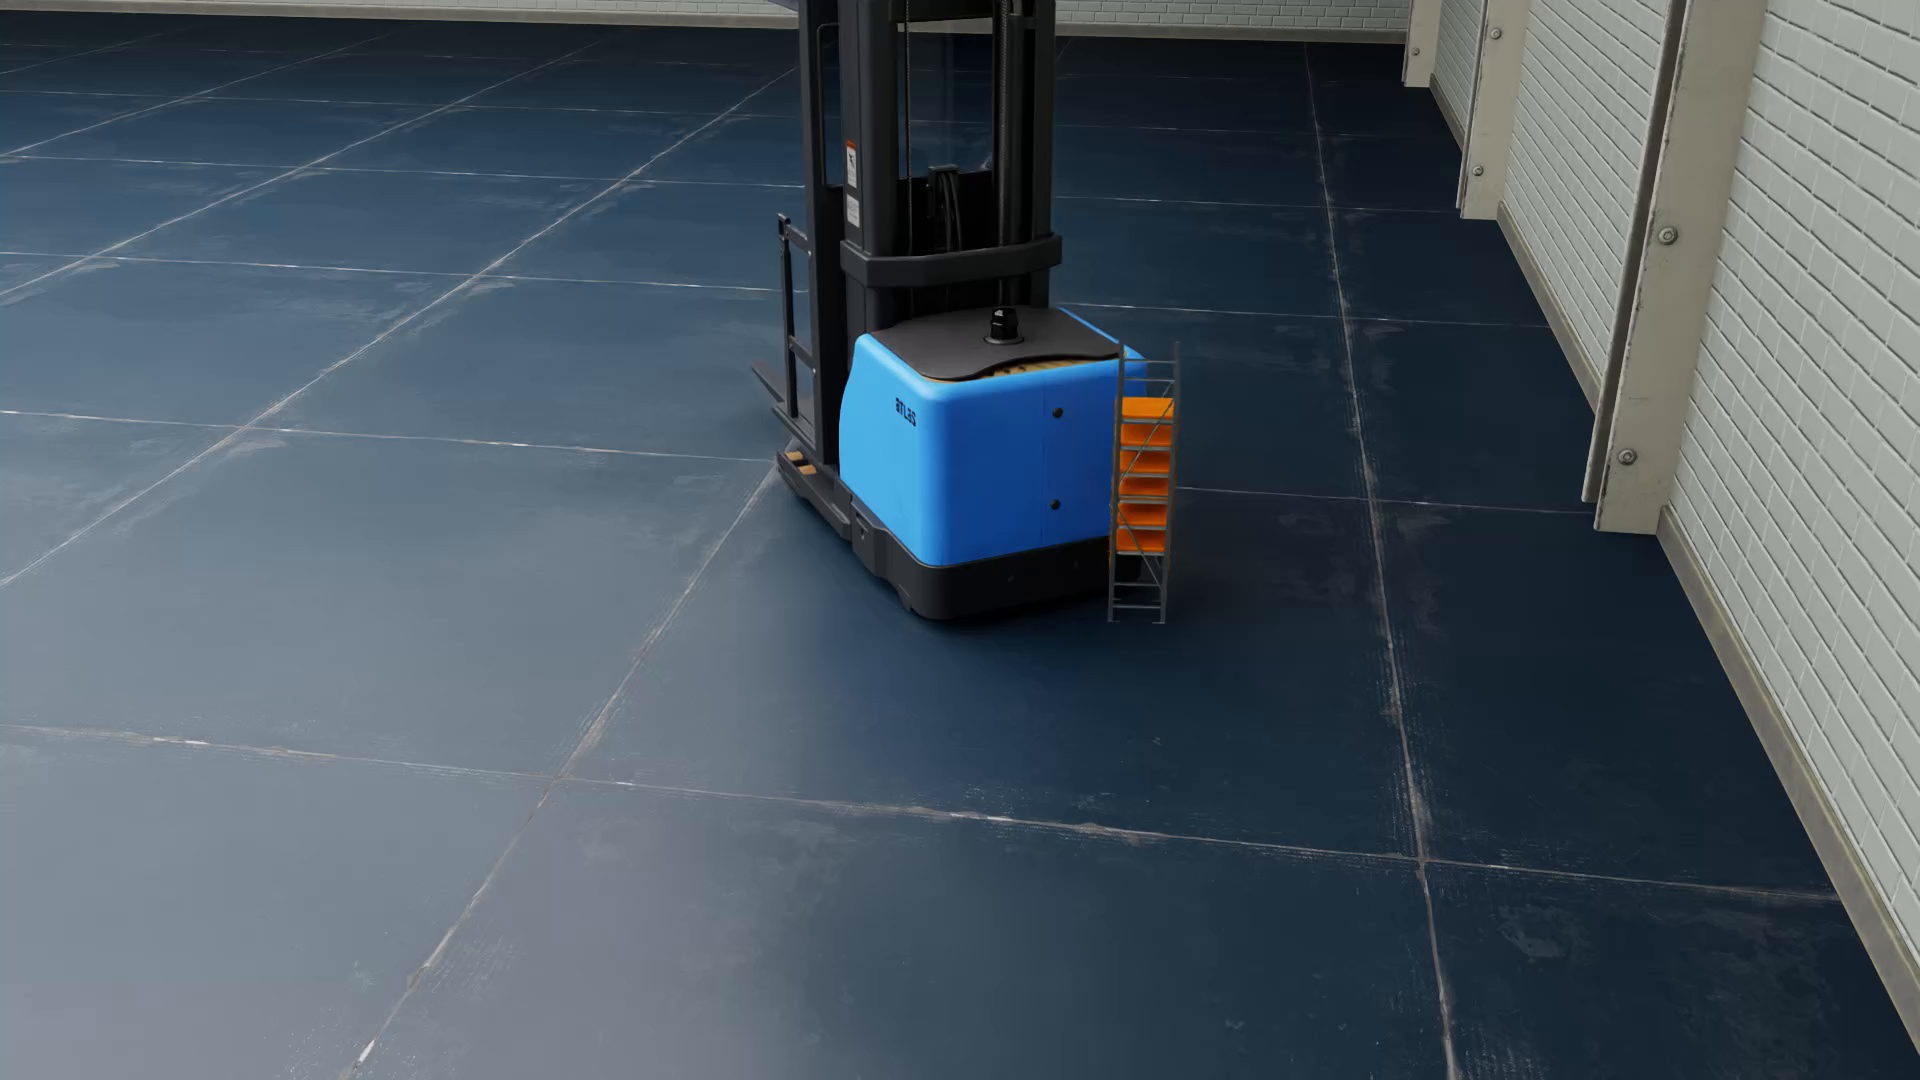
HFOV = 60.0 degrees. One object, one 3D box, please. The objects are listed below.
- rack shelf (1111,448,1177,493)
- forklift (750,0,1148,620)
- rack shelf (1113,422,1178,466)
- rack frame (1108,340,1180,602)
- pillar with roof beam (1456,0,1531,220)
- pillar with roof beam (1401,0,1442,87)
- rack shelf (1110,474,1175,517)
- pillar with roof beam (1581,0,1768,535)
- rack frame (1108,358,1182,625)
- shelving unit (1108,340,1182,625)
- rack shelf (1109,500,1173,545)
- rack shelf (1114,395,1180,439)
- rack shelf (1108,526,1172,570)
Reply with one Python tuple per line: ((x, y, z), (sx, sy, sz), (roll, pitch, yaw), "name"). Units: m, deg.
((0.745, -0.283, 6.748), (0.258, 0.103, 0.180), (2, 29, 4), "rack shelf")
((-0.264, -1.595, 7.700), (1.130, 2.935, 3.031), (-11, 27, -21), "forklift")
((0.744, -0.388, 6.690), (0.258, 0.103, 0.180), (2, 29, 4), "rack shelf")
((0.752, -0.261, 6.865), (0.240, 1.200, 0.006), (2, 29, 4), "rack frame")
((-0.084, -7.000, 12.089), (9.100, 9.000, 0.400), (4, 25, 9), "pillar with roof beam")
((0.897, -9.509, 17.450), (9.100, 9.000, 0.400), (4, 25, 9), "pillar with roof beam")
((0.745, -0.178, 6.807), (0.258, 0.103, 0.180), (2, 29, 4), "rack shelf")
((-1.065, -4.490, 6.728), (9.100, 9.000, 0.400), (4, 25, 9), "pillar with roof beam")
((0.738, -0.173, 6.706), (0.240, 1.200, 0.006), (2, 29, 4), "rack frame")
((0.745, -0.217, 6.785), (0.258, 1.200, 0.189), (2, 29, 4), "shelving unit")
((0.746, -0.073, 6.865), (0.258, 0.103, 0.180), (2, 29, 4), "rack shelf")
((0.743, -0.493, 6.632), (0.258, 0.103, 0.180), (2, 29, 4), "rack shelf")
((0.747, 0.031, 6.924), (0.258, 0.103, 0.180), (2, 29, 4), "rack shelf")
